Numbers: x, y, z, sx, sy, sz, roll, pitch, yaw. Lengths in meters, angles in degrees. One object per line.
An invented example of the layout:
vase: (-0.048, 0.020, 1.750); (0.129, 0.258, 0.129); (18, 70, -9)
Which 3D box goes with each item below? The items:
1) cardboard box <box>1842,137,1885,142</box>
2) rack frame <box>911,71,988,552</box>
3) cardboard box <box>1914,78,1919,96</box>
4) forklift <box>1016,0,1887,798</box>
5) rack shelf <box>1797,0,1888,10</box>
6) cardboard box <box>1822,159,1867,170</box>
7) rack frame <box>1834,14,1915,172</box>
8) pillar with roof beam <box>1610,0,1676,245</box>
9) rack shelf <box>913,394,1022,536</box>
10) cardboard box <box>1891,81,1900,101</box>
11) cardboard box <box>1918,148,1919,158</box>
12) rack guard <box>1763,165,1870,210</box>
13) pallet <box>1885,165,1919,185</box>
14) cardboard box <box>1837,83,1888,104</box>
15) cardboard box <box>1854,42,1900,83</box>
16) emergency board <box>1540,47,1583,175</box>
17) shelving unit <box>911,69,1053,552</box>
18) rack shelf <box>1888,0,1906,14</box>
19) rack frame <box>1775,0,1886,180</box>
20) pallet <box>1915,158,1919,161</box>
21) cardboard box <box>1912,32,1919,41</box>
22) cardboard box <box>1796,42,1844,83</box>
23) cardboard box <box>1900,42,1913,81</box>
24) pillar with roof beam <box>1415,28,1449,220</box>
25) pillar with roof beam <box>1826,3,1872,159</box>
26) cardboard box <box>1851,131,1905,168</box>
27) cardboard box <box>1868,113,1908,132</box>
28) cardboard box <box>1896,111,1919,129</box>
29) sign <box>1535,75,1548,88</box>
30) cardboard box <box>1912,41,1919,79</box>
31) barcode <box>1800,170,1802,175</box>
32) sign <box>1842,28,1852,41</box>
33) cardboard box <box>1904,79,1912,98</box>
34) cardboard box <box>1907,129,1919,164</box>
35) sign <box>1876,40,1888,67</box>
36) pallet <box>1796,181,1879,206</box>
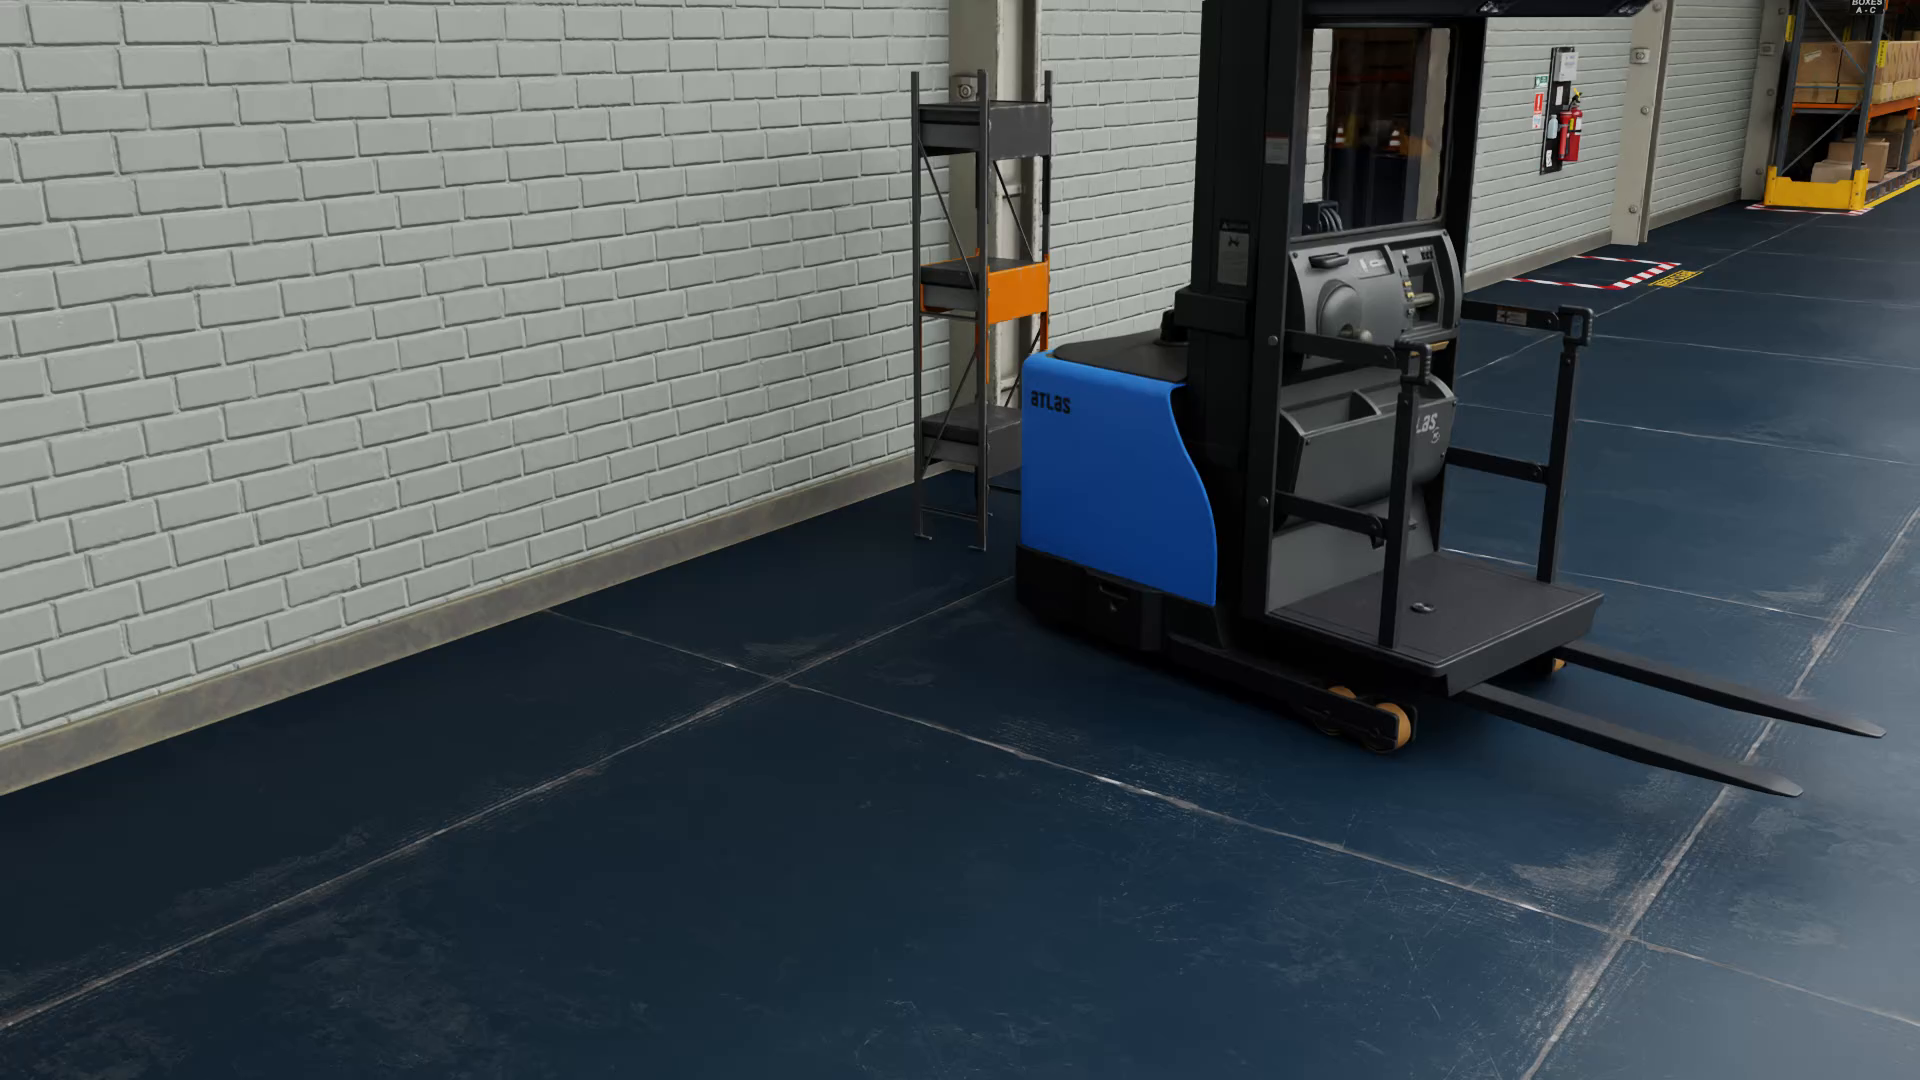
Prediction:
cardboard box: (12.978, -5.525, 23.949); (0.500, 0.500, 0.500); (11, 20, 31)
rack frame: (-0.047, -0.984, 7.372); (0.400, 2.100, 0.015); (12, 21, 35)
cardboard box: (13.526, -6.534, 23.946); (0.500, 0.250, 0.500); (12, 21, 35)
forklift: (1.584, -0.866, 5.591); (1.130, 2.935, 3.031); (-15, 23, -40)
rack shelf: (12.373, -7.375, 22.591); (1.077, 0.370, 4.000); (12, 21, 35)
cardboard box: (12.006, -5.021, 22.645); (0.500, 0.311, 0.500); (15, 22, 39)
rack frame: (13.565, -6.763, 24.463); (1.000, 3.000, 0.127); (12, 21, 35)
pillar with roof beam: (10.786, -6.805, 14.483); (9.100, 9.000, 0.400); (12, 21, 35)
rack shelf: (0.099, -0.361, 7.771); (0.431, 0.518, 0.480); (12, 21, 35)
cardboard box: (12.333, -6.054, 22.401); (0.500, 0.250, 0.500); (12, 21, 34)
cardboard box: (15.161, -6.449, 26.925); (0.700, 0.500, 0.500); (12, 21, 35)
rack guard: (11.227, -4.634, 21.824); (1.175, 0.500, 0.348); (12, 21, 35)
pallet: (14.027, -5.617, 25.474); (1.003, 0.211, 1.213); (12, 21, 35)
cardboard box: (11.727, -5.808, 21.608); (0.500, 0.250, 0.500); (12, 21, 33)
cardboard box: (12.010, -6.282, 21.871); (0.500, 0.500, 0.500); (12, 21, 35)
emergency board: (5.826, -4.119, 15.948); (0.194, 1.169, 0.643); (12, 21, 35)
shelving unit: (0.099, -1.042, 7.559); (0.431, 2.100, 0.503); (12, 21, 35)
rack shelf: (14.756, -8.328, 25.659); (1.077, 0.370, 4.000); (12, 21, 35)
rack frame: (11.181, -5.810, 21.395); (1.000, 3.000, 0.127); (12, 21, 35)
pallet: (15.481, -6.198, 27.346); (1.003, 0.211, 1.213); (12, 21, 35)
cardboard box: (15.587, -8.116, 26.817); (0.380, 0.149, 0.250); (9, 19, 26)
cardboard box: (11.292, -6.256, 21.785); (0.500, 0.500, 0.500); (12, 21, 34)
cardboard box: (12.621, -6.529, 22.667); (0.500, 0.500, 0.500); (13, 22, 36)
pillar with roof beam: (7.211, -5.376, 9.881); (9.100, 9.000, 0.400); (12, 21, 35)
pillar with roof beam: (17.936, -9.663, 23.686); (9.100, 9.000, 0.400); (12, 21, 35)
cardboard box: (13.990, -5.957, 25.342); (0.700, 0.500, 0.500); (13, 22, 37)
cardboard box: (14.250, -6.421, 25.571); (0.500, 0.250, 0.500); (12, 21, 34)
cardboard box: (14.869, -6.661, 26.344); (0.500, 0.250, 0.500); (12, 21, 34)
sign: (5.423, -4.275, 15.498); (0.001, 0.109, 0.331); (12, 21, 35)
cardboard box: (13.239, -6.772, 23.446); (0.500, 0.500, 0.500); (12, 21, 34)
barcode: (11.355, -4.964, 22.448); (0.001, 0.075, 0.075); (12, 21, 35)
sign: (13.117, -7.413, 24.604); (0.100, 0.325, 0.005); (12, 21, 35)
cardboard box: (12.935, -6.294, 23.174); (0.500, 0.250, 0.500); (12, 21, 34)
cardboard box: (14.594, -6.204, 26.135); (0.700, 0.500, 0.500); (13, 21, 35)
sign: (11.617, -6.127, 20.958); (0.100, 0.325, 0.005); (12, 21, 35)
pallet: (11.739, -4.684, 22.470); (1.003, 0.211, 1.213); (12, 21, 35)
